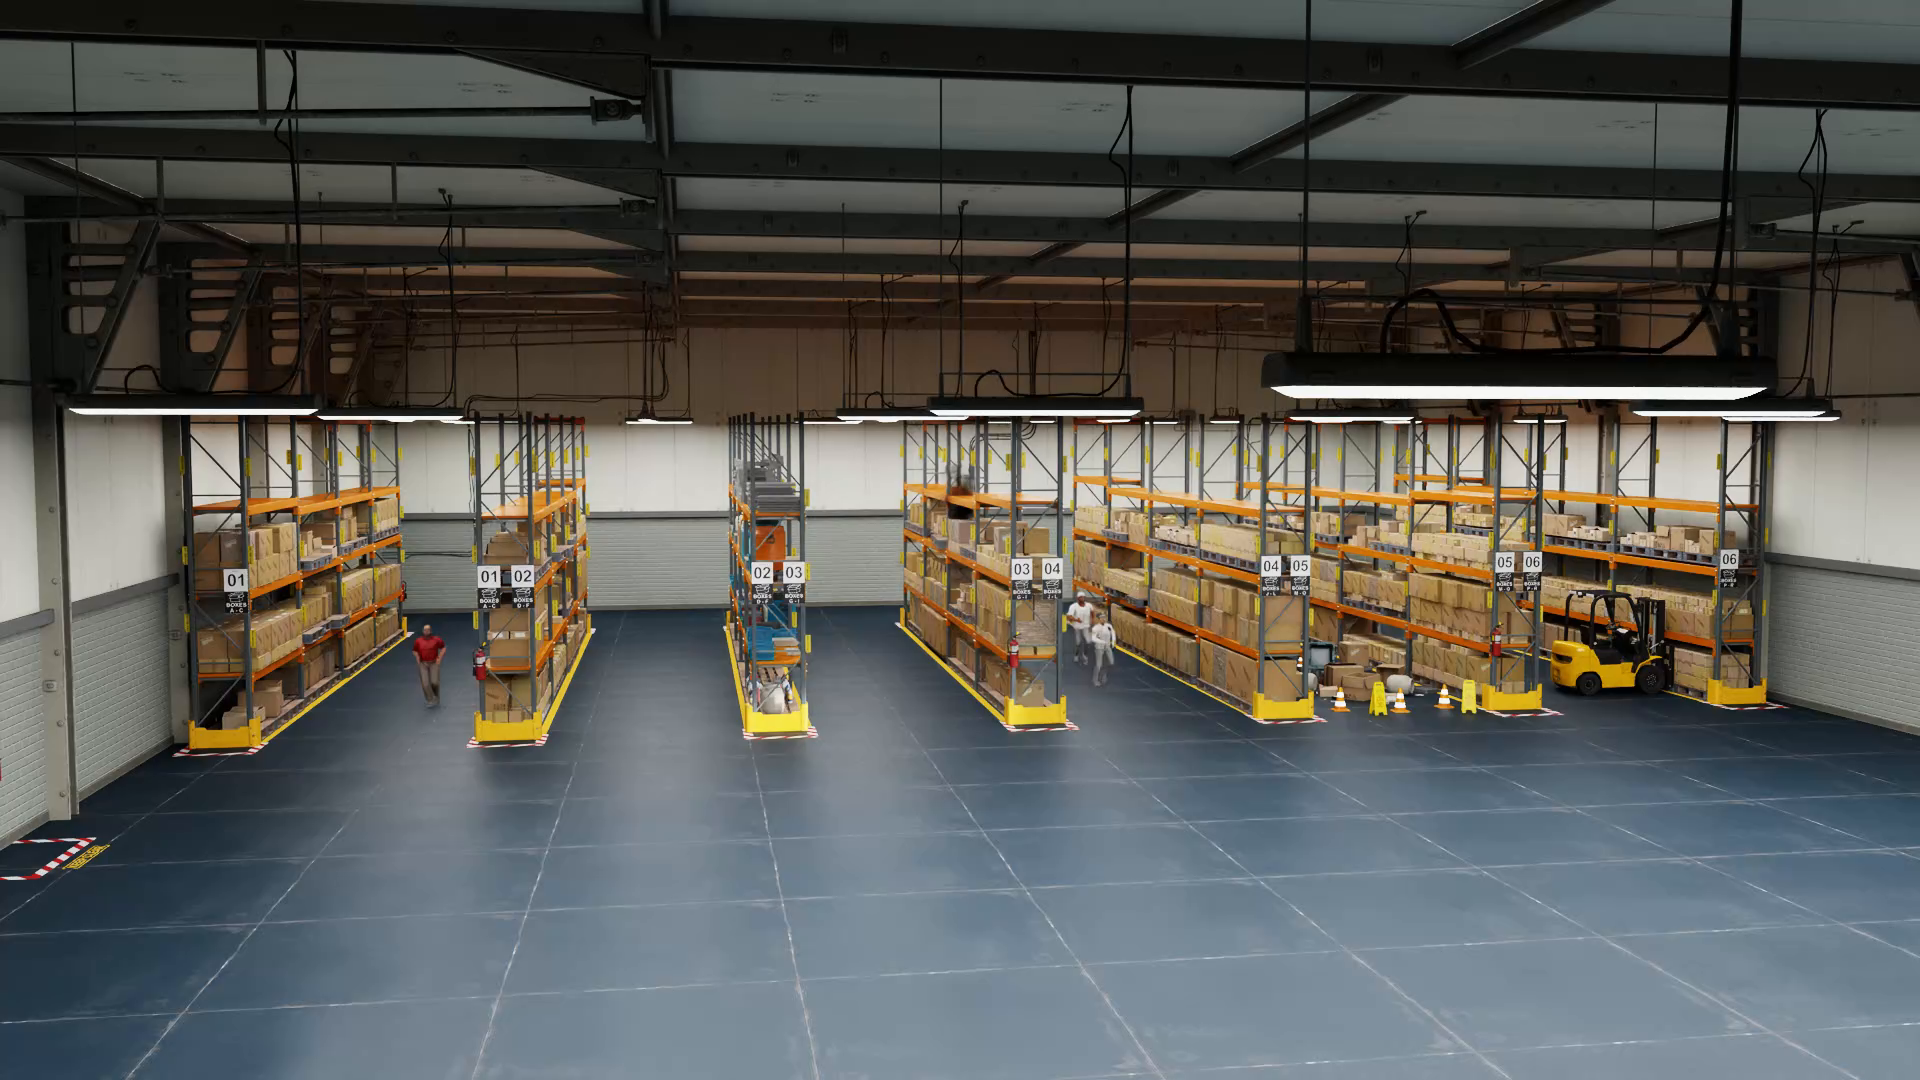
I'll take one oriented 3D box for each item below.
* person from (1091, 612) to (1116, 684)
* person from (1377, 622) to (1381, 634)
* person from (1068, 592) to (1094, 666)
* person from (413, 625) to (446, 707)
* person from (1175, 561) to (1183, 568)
[{"bbox_3d":[3.178,2.389,36.662,0.636,1.651,0.767,-1,4,-16],"label":"person"},{"bbox_3d":[11.018,1.932,44.072,0.509,1.578,0.639,-1,4,-12],"label":"person"},{"bbox_3d":[2.935,2.144,39.993,0.721,1.821,0.728,-1,4,-12],"label":"person"},{"bbox_3d":[-10.827,2.570,33.891,0.638,1.681,0.586,-1,4,-11],"label":"person"},{"bbox_3d":[6.588,1.418,50.371,0.576,1.749,0.663,-1,4,-10],"label":"person"}]
